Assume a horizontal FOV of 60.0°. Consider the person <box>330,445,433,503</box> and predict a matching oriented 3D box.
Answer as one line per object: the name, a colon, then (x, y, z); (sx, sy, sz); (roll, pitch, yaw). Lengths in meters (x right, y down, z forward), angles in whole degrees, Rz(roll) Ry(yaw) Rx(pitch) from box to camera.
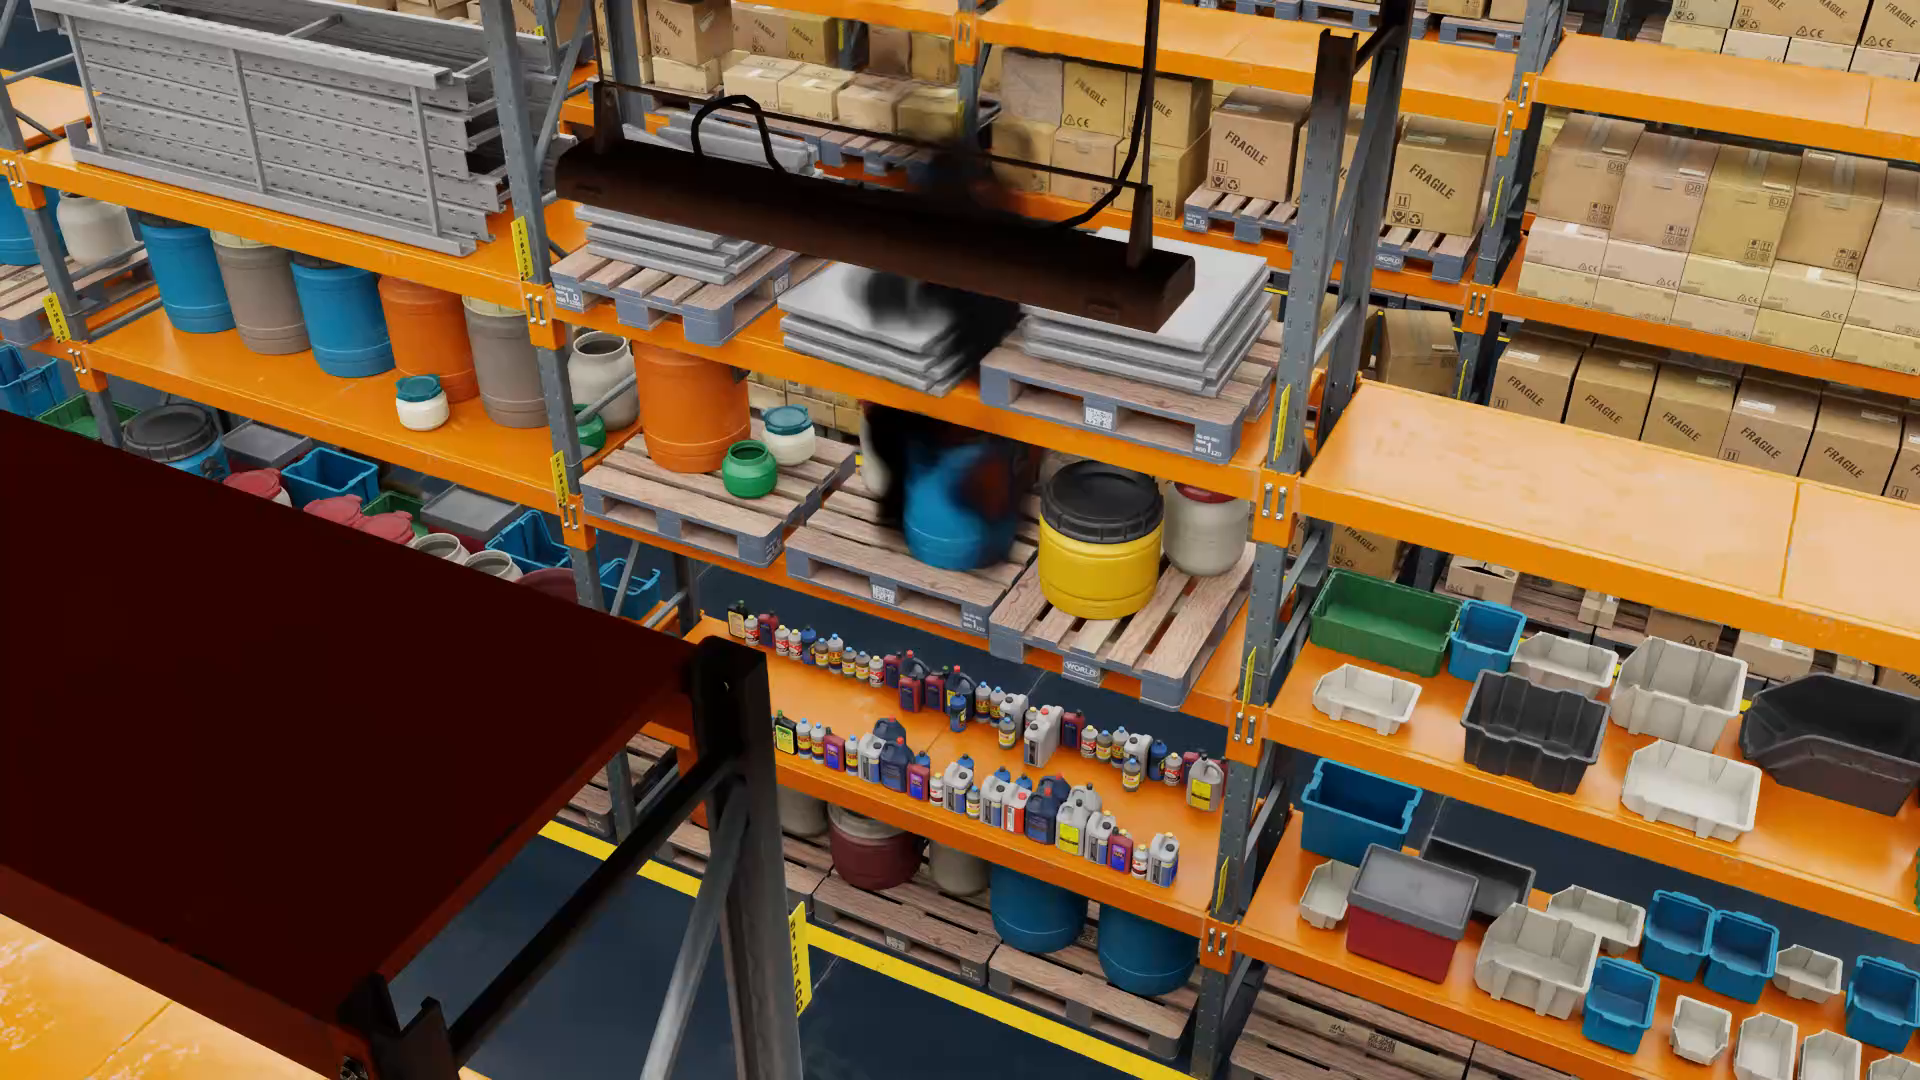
person: (-4.721, -0.713, 13.389); (0.756, 1.743, 0.711); (10, 36, 14)
